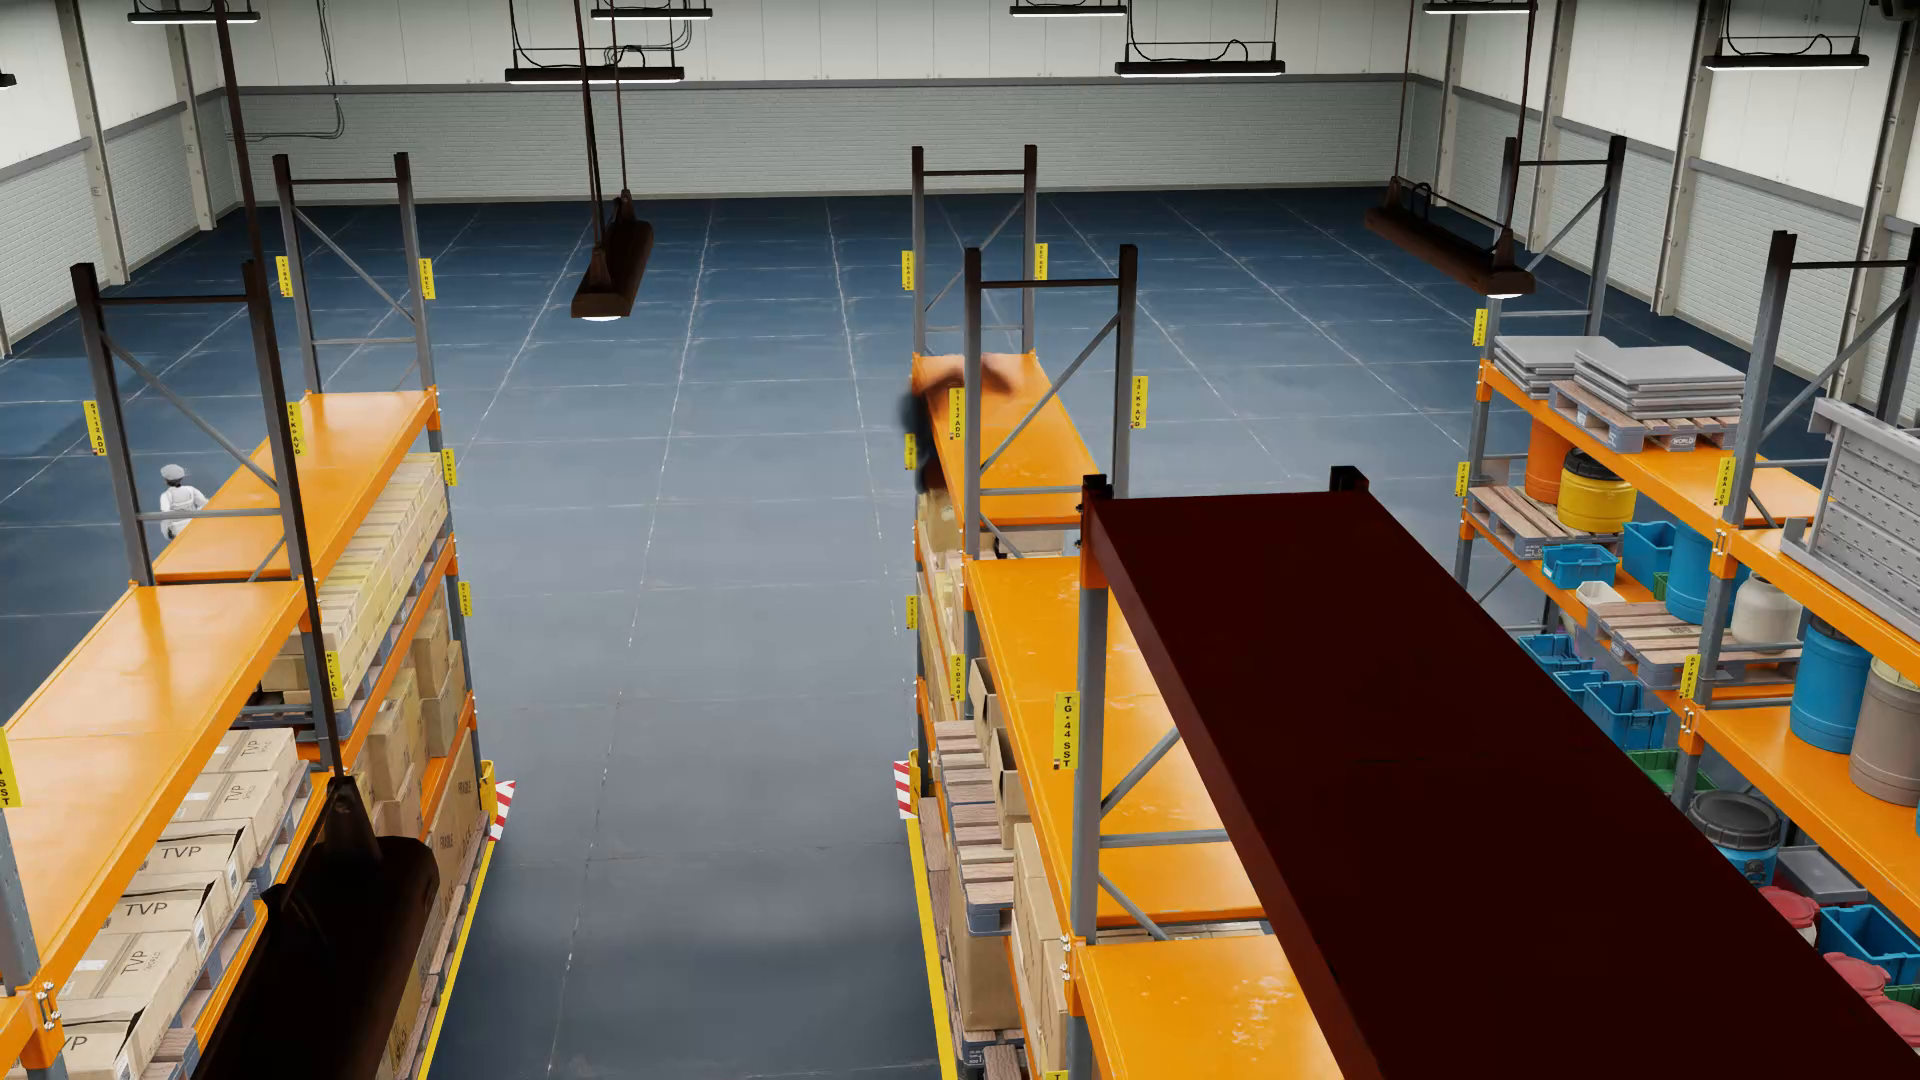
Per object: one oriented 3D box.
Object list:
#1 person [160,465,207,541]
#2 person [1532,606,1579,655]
[{"bbox_3d":[-9.068,-0.055,19.535,0.904,1.686,0.640,18,28,37],"label":"person"},{"bbox_3d":[5.963,1.151,16.578,0.550,1.634,0.659,-19,28,-39],"label":"person"}]
